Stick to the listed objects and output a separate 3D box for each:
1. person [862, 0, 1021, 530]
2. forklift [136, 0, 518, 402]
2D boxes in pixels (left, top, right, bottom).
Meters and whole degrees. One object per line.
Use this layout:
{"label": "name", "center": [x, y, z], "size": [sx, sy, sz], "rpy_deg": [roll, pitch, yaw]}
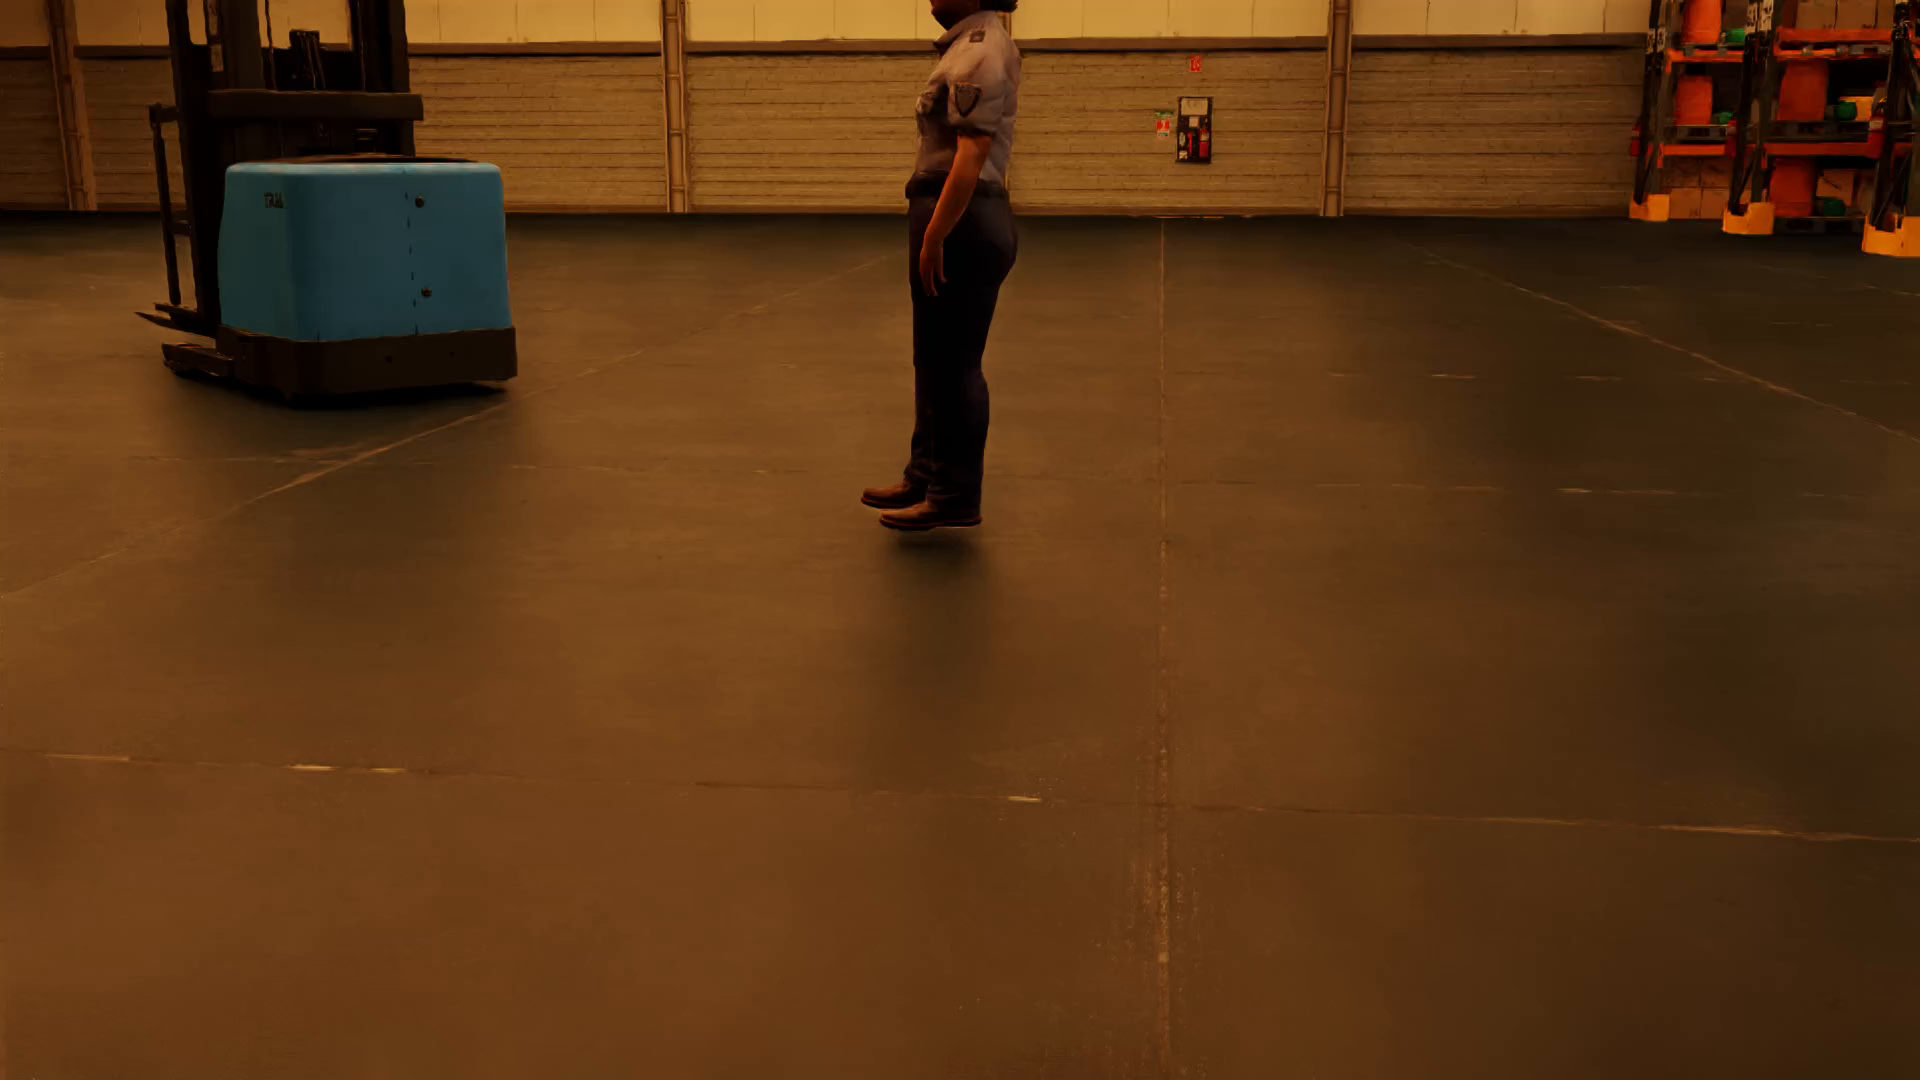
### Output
{"label": "person", "center": [-0.086, -0.855, 4.780], "size": [0.503, 1.650, 0.599], "rpy_deg": [2, 13, 7]}
{"label": "forklift", "center": [-3.491, -2.322, 8.438], "size": [1.130, 2.935, 3.031], "rpy_deg": [-12, 17, -41]}
